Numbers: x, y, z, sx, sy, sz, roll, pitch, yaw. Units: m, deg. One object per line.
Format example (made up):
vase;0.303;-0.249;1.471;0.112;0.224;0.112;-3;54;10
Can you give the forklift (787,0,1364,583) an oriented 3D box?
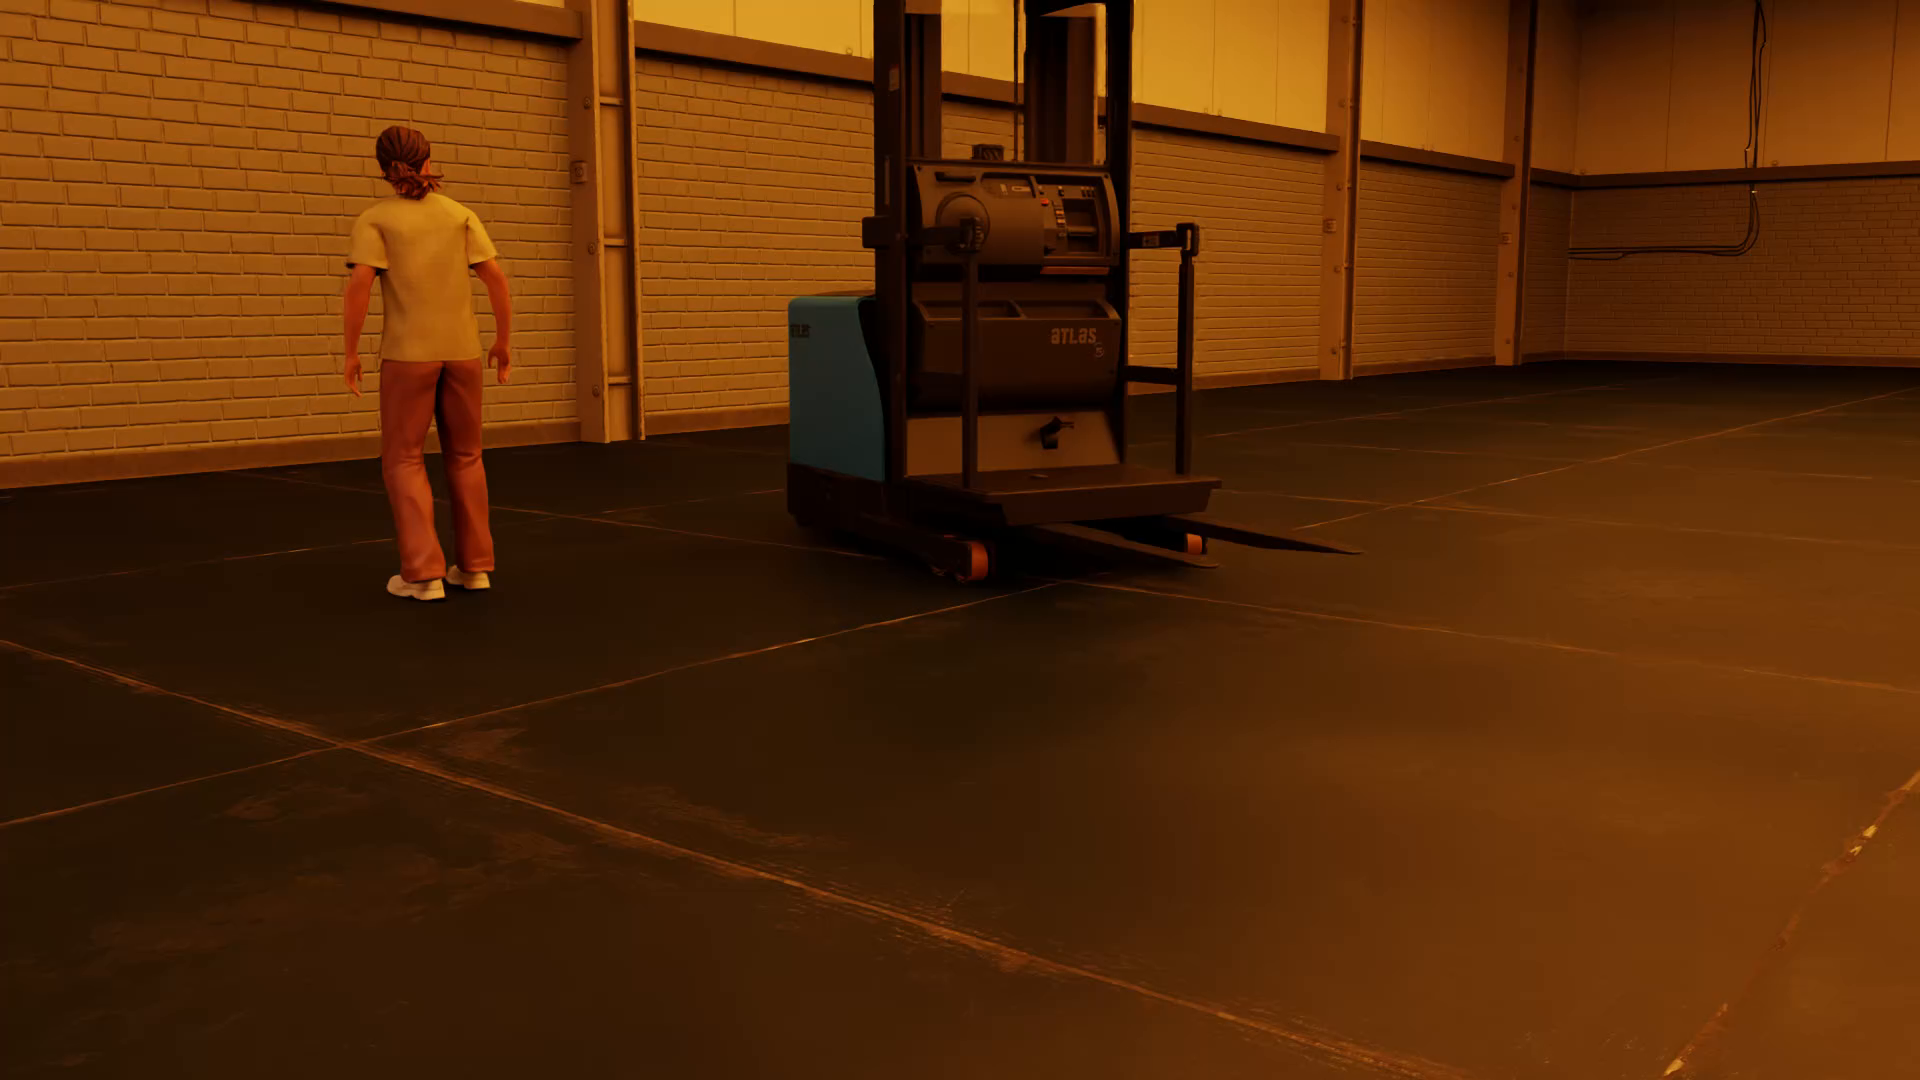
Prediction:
forklift;0.342;-1.360;6.577;1.130;2.935;3.031;-5;9;-28

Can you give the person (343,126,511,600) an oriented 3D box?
person;-1.923;-0.632;5.976;0.605;1.666;0.417;-6;10;-36
